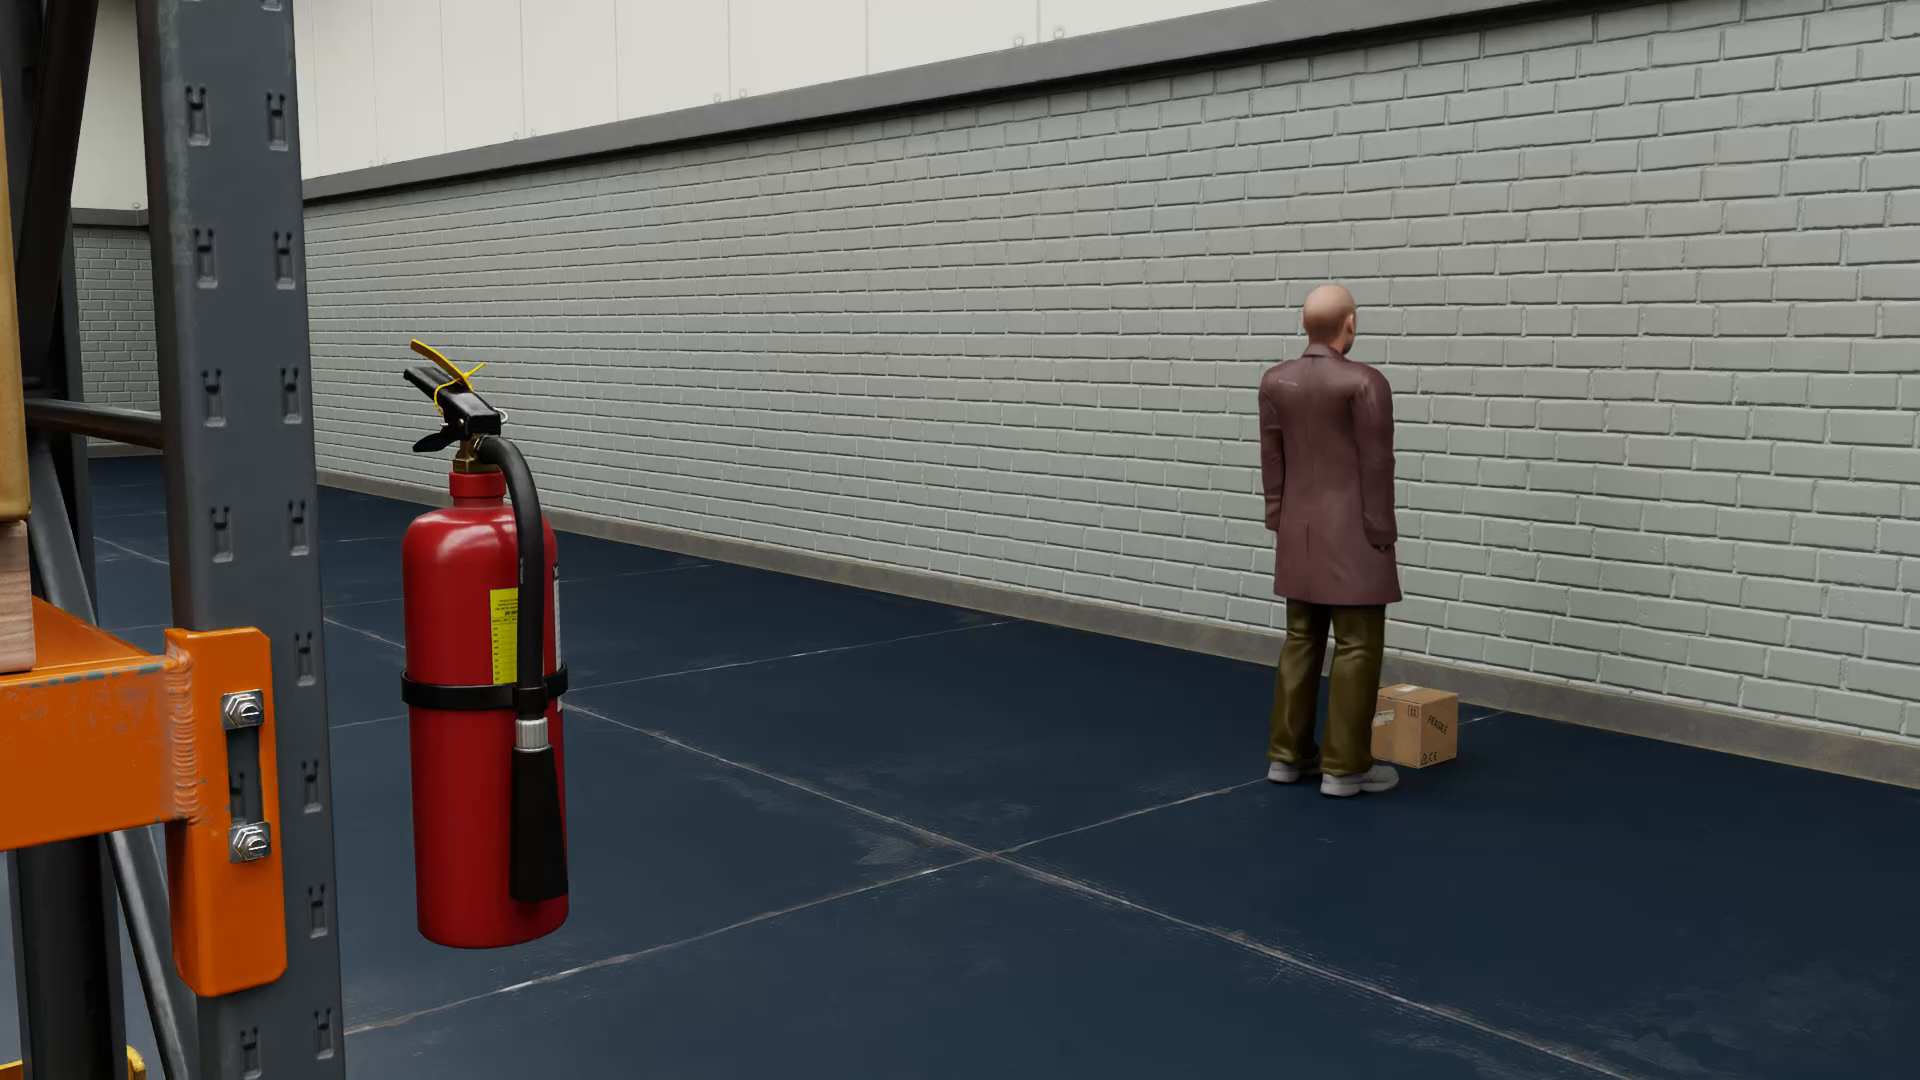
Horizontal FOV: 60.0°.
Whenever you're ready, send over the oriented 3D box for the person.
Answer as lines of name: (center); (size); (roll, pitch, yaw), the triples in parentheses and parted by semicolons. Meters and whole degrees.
person: (1.317, -0.007, 5.913); (0.376, 1.779, 0.561); (-6, 9, -40)
